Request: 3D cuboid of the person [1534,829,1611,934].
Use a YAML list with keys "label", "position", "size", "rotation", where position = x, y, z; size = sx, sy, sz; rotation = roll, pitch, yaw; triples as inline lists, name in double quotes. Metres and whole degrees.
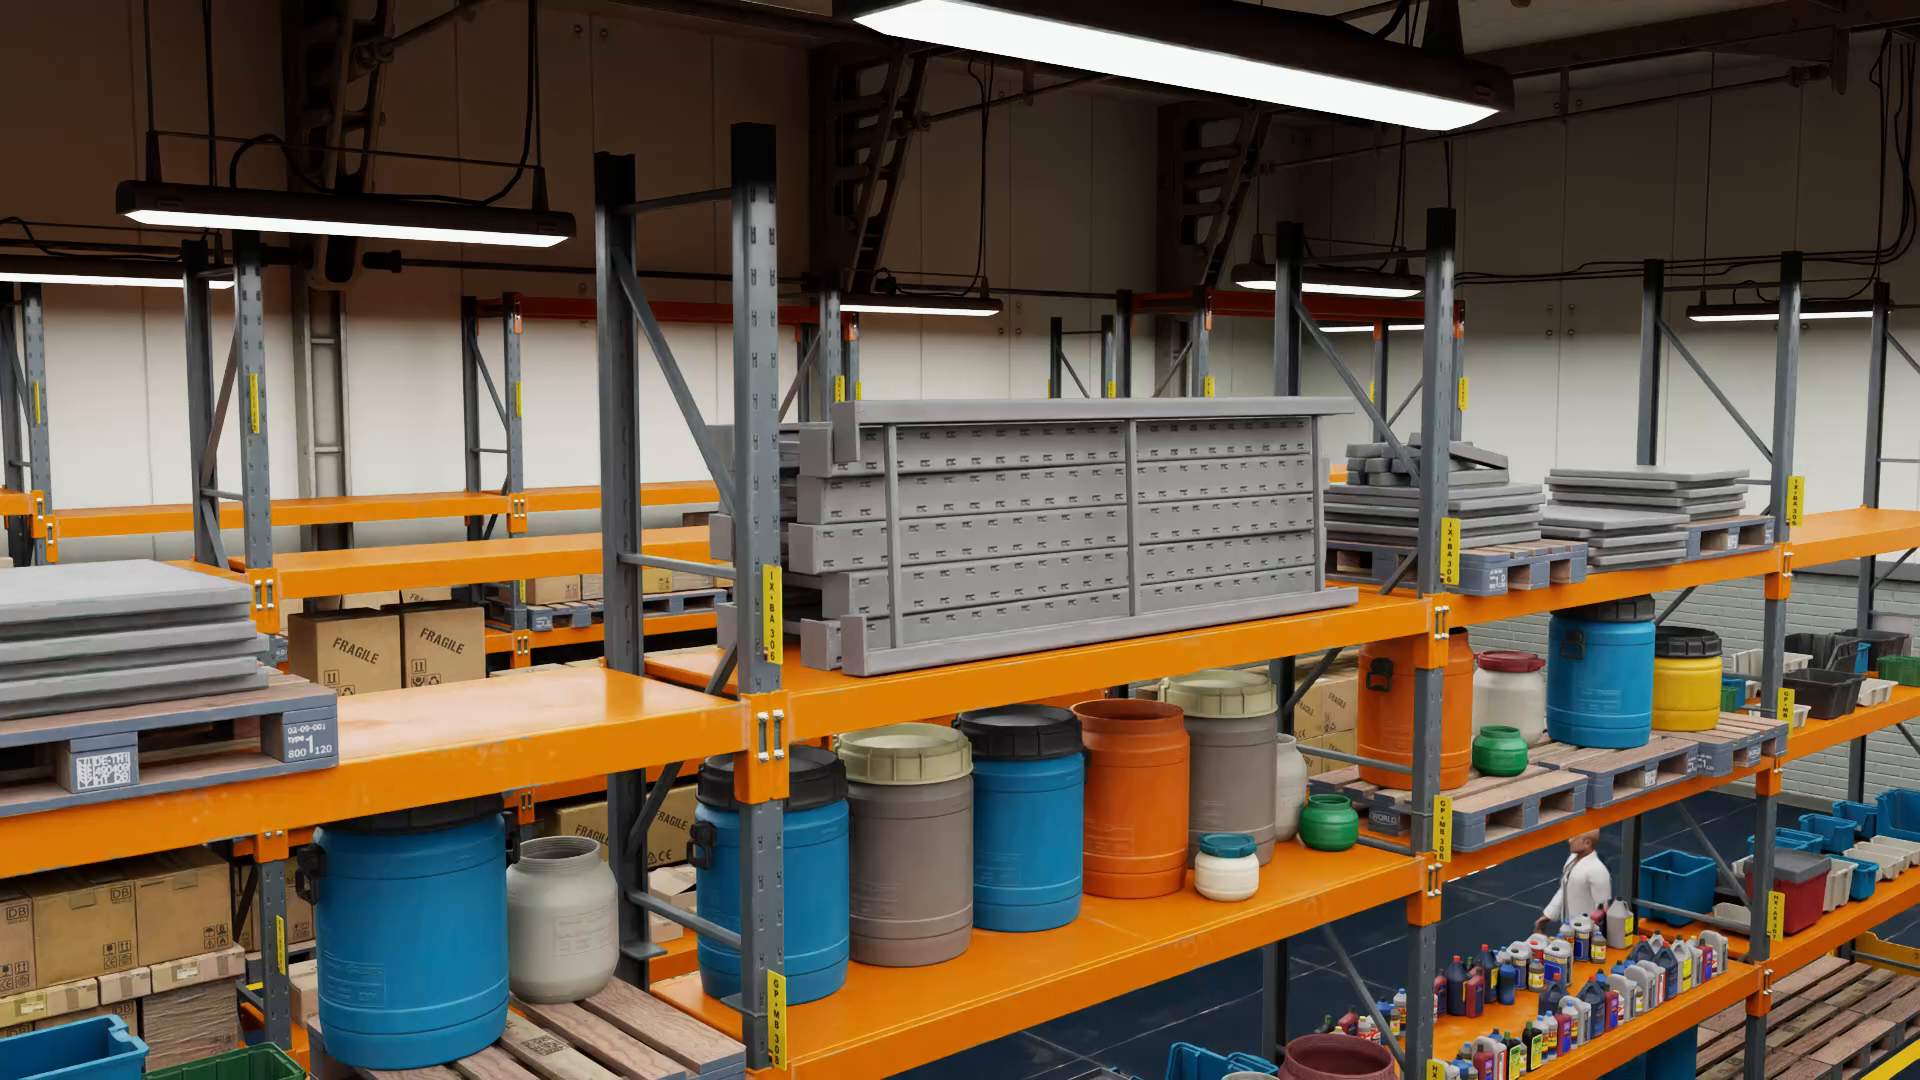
- label: "person"
  position: [4.873, 3.056, 13.041]
  size: [1.207, 1.716, 0.658]
  rotation: [-1, 6, -11]
